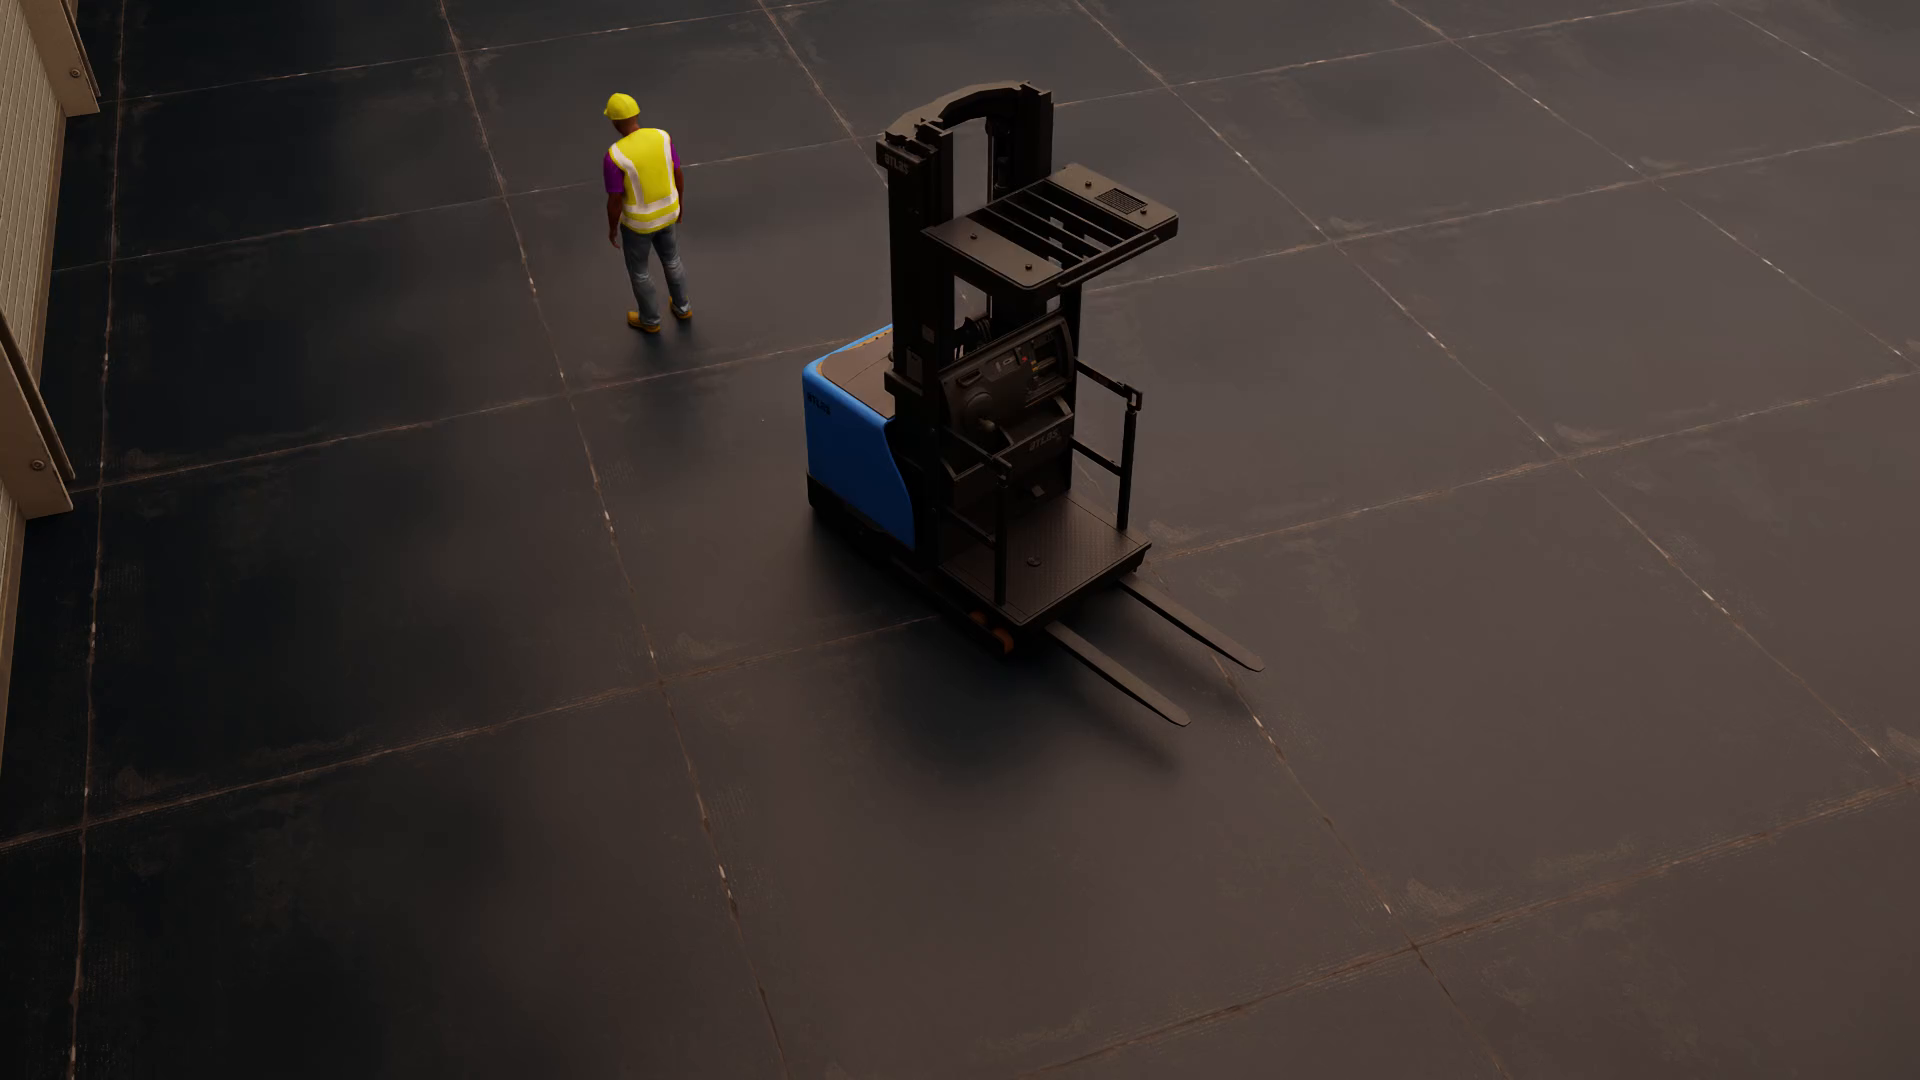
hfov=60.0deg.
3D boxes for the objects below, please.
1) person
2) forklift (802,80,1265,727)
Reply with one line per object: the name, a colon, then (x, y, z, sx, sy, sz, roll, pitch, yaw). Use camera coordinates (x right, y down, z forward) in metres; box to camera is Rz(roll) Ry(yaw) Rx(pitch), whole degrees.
person: (-2.201, -2.278, 11.627, 0.626, 1.755, 0.463, -30, 49, -31)
forklift: (0.409, -0.833, 8.988, 1.130, 2.935, 3.031, -30, 49, -31)
